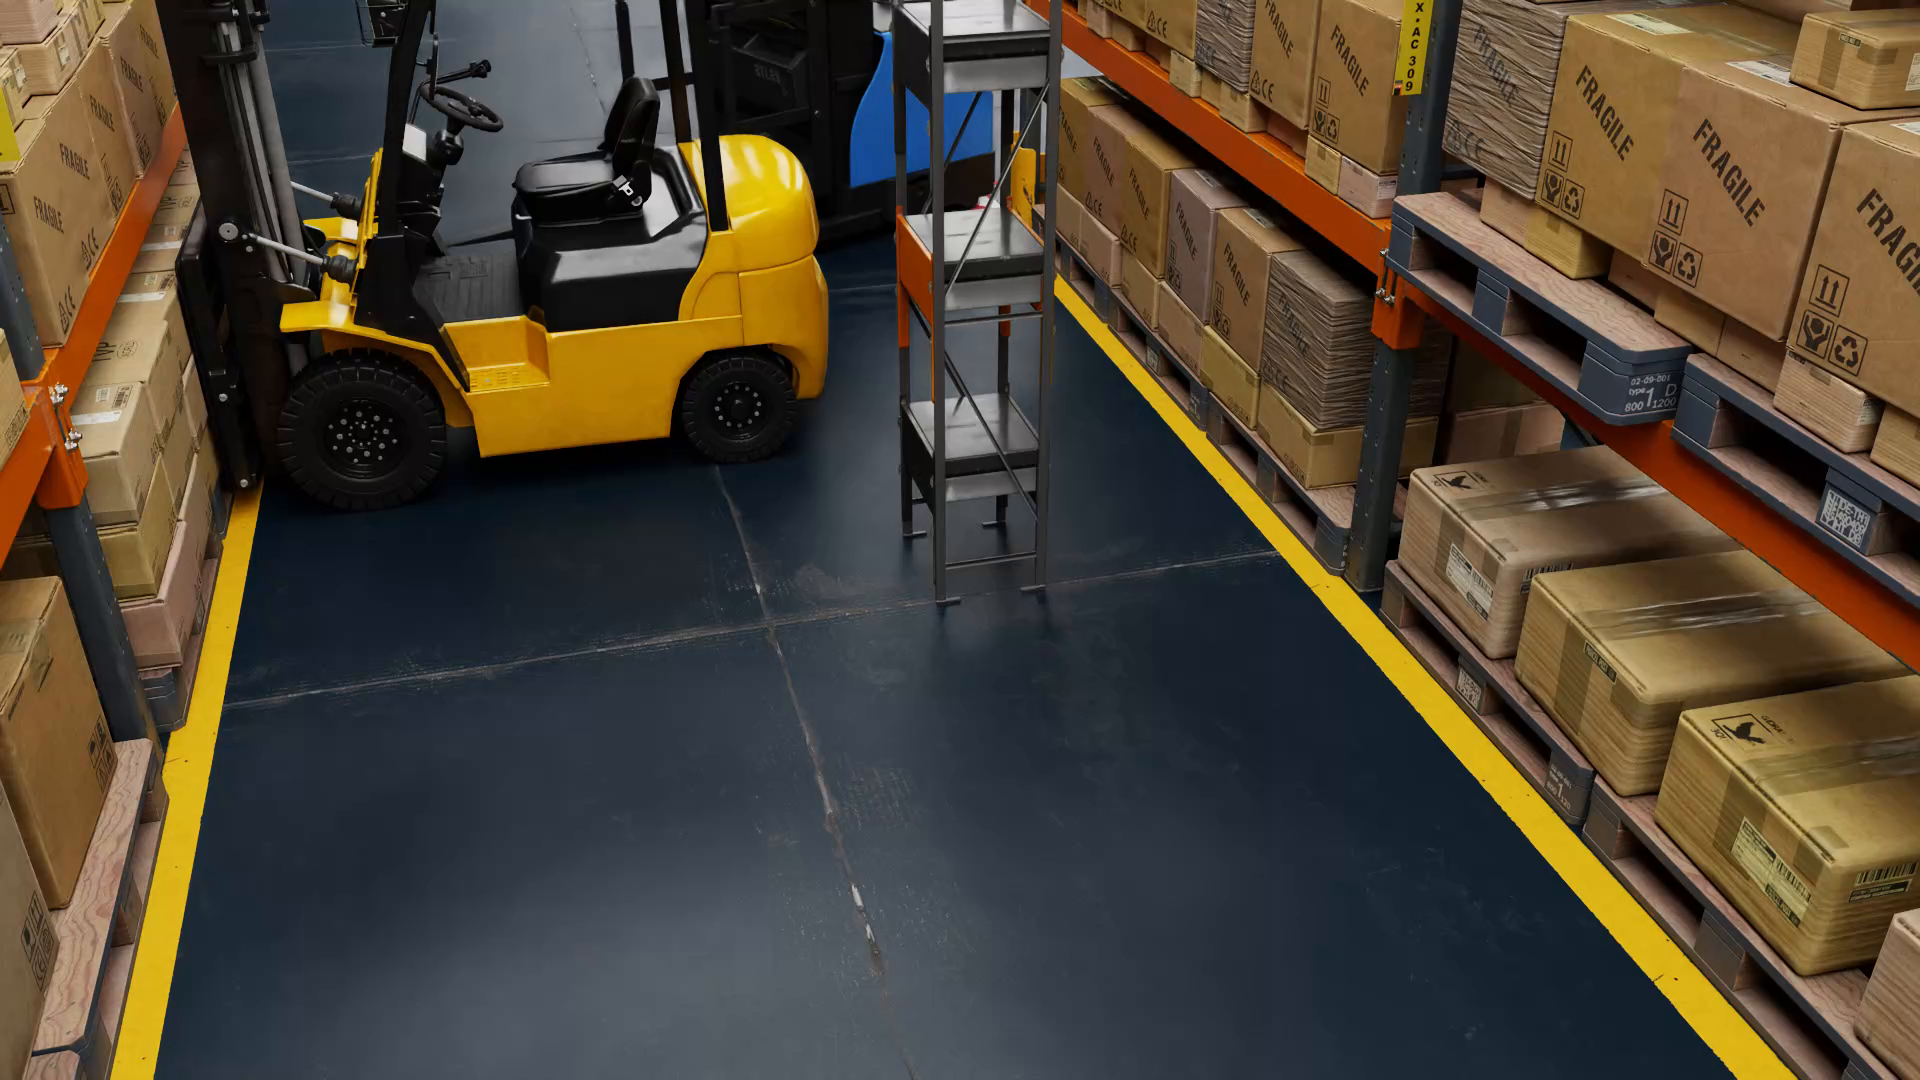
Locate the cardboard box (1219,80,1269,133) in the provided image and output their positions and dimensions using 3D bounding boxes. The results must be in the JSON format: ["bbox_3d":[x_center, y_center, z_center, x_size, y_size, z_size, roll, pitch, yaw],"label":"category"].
[{"bbox_3d":[1.231,-1.693,6.432,0.380,0.149,0.250,-8,31,-14],"label":"cardboard box"}]

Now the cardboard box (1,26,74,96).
[{"bbox_3d":[-2.893,-1.424,4.969,0.380,0.149,0.250,-7,31,-12],"label":"cardboard box"}]

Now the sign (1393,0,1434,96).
[{"bbox_3d":[1.361,-1.496,4.976,0.100,0.325,0.005,-8,31,-13],"label":"sign"}]

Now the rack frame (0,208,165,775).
[{"bbox_3d":[-2.902,-0.535,4.180,1.000,3.000,0.127,-8,31,-13],"label":"rack frame"}]

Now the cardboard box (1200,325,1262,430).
[{"bbox_3d":[1.316,-0.694,6.781,0.500,0.250,0.500,-9,31,-15],"label":"cardboard box"}]

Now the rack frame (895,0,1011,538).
[{"bbox_3d":[-0.021,-0.947,5.789,0.400,2.100,0.015,-8,31,-13],"label":"rack frame"}]

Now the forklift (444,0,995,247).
[{"bbox_3d":[-1.253,-2.932,8.390,3.031,2.935,1.130,-23,37,-34],"label":"forklift"}]

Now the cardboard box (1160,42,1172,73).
[{"bbox_3d":[1.078,-2.070,7.082,0.380,0.149,0.250,-9,31,-15],"label":"cardboard box"}]

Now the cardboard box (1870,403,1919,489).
[{"bbox_3d":[2.143,-0.203,3.438,0.380,0.149,0.250,-9,31,-15],"label":"cardboard box"}]

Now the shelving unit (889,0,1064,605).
[{"bbox_3d":[0.044,-0.829,5.586,0.431,2.100,0.503,-8,31,-13],"label":"shelving unit"}]

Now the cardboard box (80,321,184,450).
[{"bbox_3d":[-2.854,-0.483,5.418,0.500,0.250,0.500,-8,31,-13],"label":"cardboard box"}]

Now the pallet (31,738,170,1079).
[{"bbox_3d":[-2.669,1.022,4.273,1.003,0.211,1.213,-8,31,-13],"label":"pallet"}]

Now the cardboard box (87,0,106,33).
[{"bbox_3d":[-3.124,-1.798,5.614,0.380,0.149,0.250,-8,31,-14],"label":"cardboard box"}]

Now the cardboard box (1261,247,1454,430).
[{"bbox_3d":[1.467,-0.763,6.152,0.500,0.500,0.500,-8,31,-14],"label":"cardboard box"}]

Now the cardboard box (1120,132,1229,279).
[{"bbox_3d":[1.044,-1.512,7.445,0.500,0.500,0.500,-7,31,-12],"label":"cardboard box"}]

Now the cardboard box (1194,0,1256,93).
[{"bbox_3d":[1.240,-2.048,6.398,0.500,0.500,0.500,-7,31,-12],"label":"cardboard box"}]

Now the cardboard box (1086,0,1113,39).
[{"bbox_3d":[0.807,-2.441,7.724,0.380,0.149,0.250,-7,31,-13],"label":"cardboard box"}]

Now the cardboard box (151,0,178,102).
[{"bbox_3d":[-3.451,-2.056,6.708,0.500,0.500,0.500,-7,31,-12],"label":"cardboard box"}]

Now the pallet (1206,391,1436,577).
[{"bbox_3d":[1.670,-0.310,6.575,1.003,0.211,1.213,-8,31,-13],"label":"pallet"}]

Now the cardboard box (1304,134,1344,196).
[{"bbox_3d":[1.431,-1.323,5.792,0.380,0.149,0.250,-7,31,-12],"label":"cardboard box"}]

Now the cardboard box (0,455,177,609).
[{"bbox_3d":[-2.733,-0.018,5.113,0.500,0.250,0.500,-8,31,-14],"label":"cardboard box"}]

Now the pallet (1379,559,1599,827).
[{"bbox_3d":[2.091,0.386,5.373,1.003,0.211,1.213,-8,31,-13],"label":"pallet"}]

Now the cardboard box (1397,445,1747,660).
[{"bbox_3d":[2.024,0.011,5.440,0.950,0.372,0.625,-7,31,-13],"label":"cardboard box"}]

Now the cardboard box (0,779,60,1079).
[{"bbox_3d":[-2.554,0.937,3.588,0.875,0.625,0.625,-8,31,-14],"label":"cardboard box"}]

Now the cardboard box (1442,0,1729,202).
[{"bbox_3d":[1.731,-1.286,4.662,0.500,0.500,0.500,-7,31,-12],"label":"cardboard box"}]

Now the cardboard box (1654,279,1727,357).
[{"bbox_3d":[1.959,-0.583,4.094,0.380,0.149,0.250,-7,31,-13],"label":"cardboard box"}]

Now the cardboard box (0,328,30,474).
[{"bbox_3d":[-2.516,-0.262,3.858,0.500,0.250,0.500,-7,31,-12],"label":"cardboard box"}]

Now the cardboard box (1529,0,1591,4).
[{"bbox_3d":[1.666,-1.557,4.483,0.380,0.149,0.250,-8,31,-13],"label":"cardboard box"}]

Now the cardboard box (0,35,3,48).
[{"bbox_3d":[-2.933,-1.418,4.661,0.380,0.149,0.250,-8,31,-14],"label":"cardboard box"}]

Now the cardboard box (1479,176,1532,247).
[{"bbox_3d":[1.725,-0.961,4.748,0.380,0.149,0.250,-7,31,-13],"label":"cardboard box"}]

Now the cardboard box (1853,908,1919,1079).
[{"bbox_3d":[2.600,1.061,3.627,0.950,0.372,0.625,-8,31,-14],"label":"cardboard box"}]

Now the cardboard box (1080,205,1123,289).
[{"bbox_3d":[0.897,-1.447,8.081,0.500,0.250,0.500,-7,31,-11],"label":"cardboard box"}]

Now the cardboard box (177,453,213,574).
[{"bbox_3d":[-2.861,-0.048,5.664,0.500,0.250,0.500,-9,31,-14],"label":"cardboard box"}]

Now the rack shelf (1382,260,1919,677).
[{"bbox_3d":[2.413,0.080,3.835,1.077,0.370,4.000,-8,31,-13],"label":"rack shelf"}]

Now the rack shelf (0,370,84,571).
[{"bbox_3d":[-2.371,0.742,2.692,1.077,0.370,4.000,-8,31,-13],"label":"rack shelf"}]

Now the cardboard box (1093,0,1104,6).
[{"bbox_3d":[0.820,-2.786,7.672,0.500,0.500,0.500,-7,31,-12],"label":"cardboard box"}]

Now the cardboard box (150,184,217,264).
[{"bbox_3d":[-3.256,-1.223,6.695,0.500,0.250,0.500,-7,31,-13],"label":"cardboard box"}]

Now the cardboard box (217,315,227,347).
[{"bbox_3d":[-3.124,-0.749,6.377,0.500,0.250,0.500,-8,31,-13],"label":"cardboard box"}]

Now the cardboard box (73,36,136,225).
[{"bbox_3d":[-3.058,-1.321,5.439,0.500,0.500,0.500,-8,31,-14],"label":"cardboard box"}]

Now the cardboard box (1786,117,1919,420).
[{"bbox_3d":[2.129,-0.557,3.402,0.500,0.500,0.500,-9,31,-15],"label":"cardboard box"}]

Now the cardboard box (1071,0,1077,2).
[{"bbox_3d":[0.711,-2.829,8.394,0.380,0.149,0.250,-8,31,-13],"label":"cardboard box"}]

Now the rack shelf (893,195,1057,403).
[{"bbox_3d":[0.044,-0.817,5.593,0.431,0.518,0.480,-8,31,-13],"label":"rack shelf"}]
